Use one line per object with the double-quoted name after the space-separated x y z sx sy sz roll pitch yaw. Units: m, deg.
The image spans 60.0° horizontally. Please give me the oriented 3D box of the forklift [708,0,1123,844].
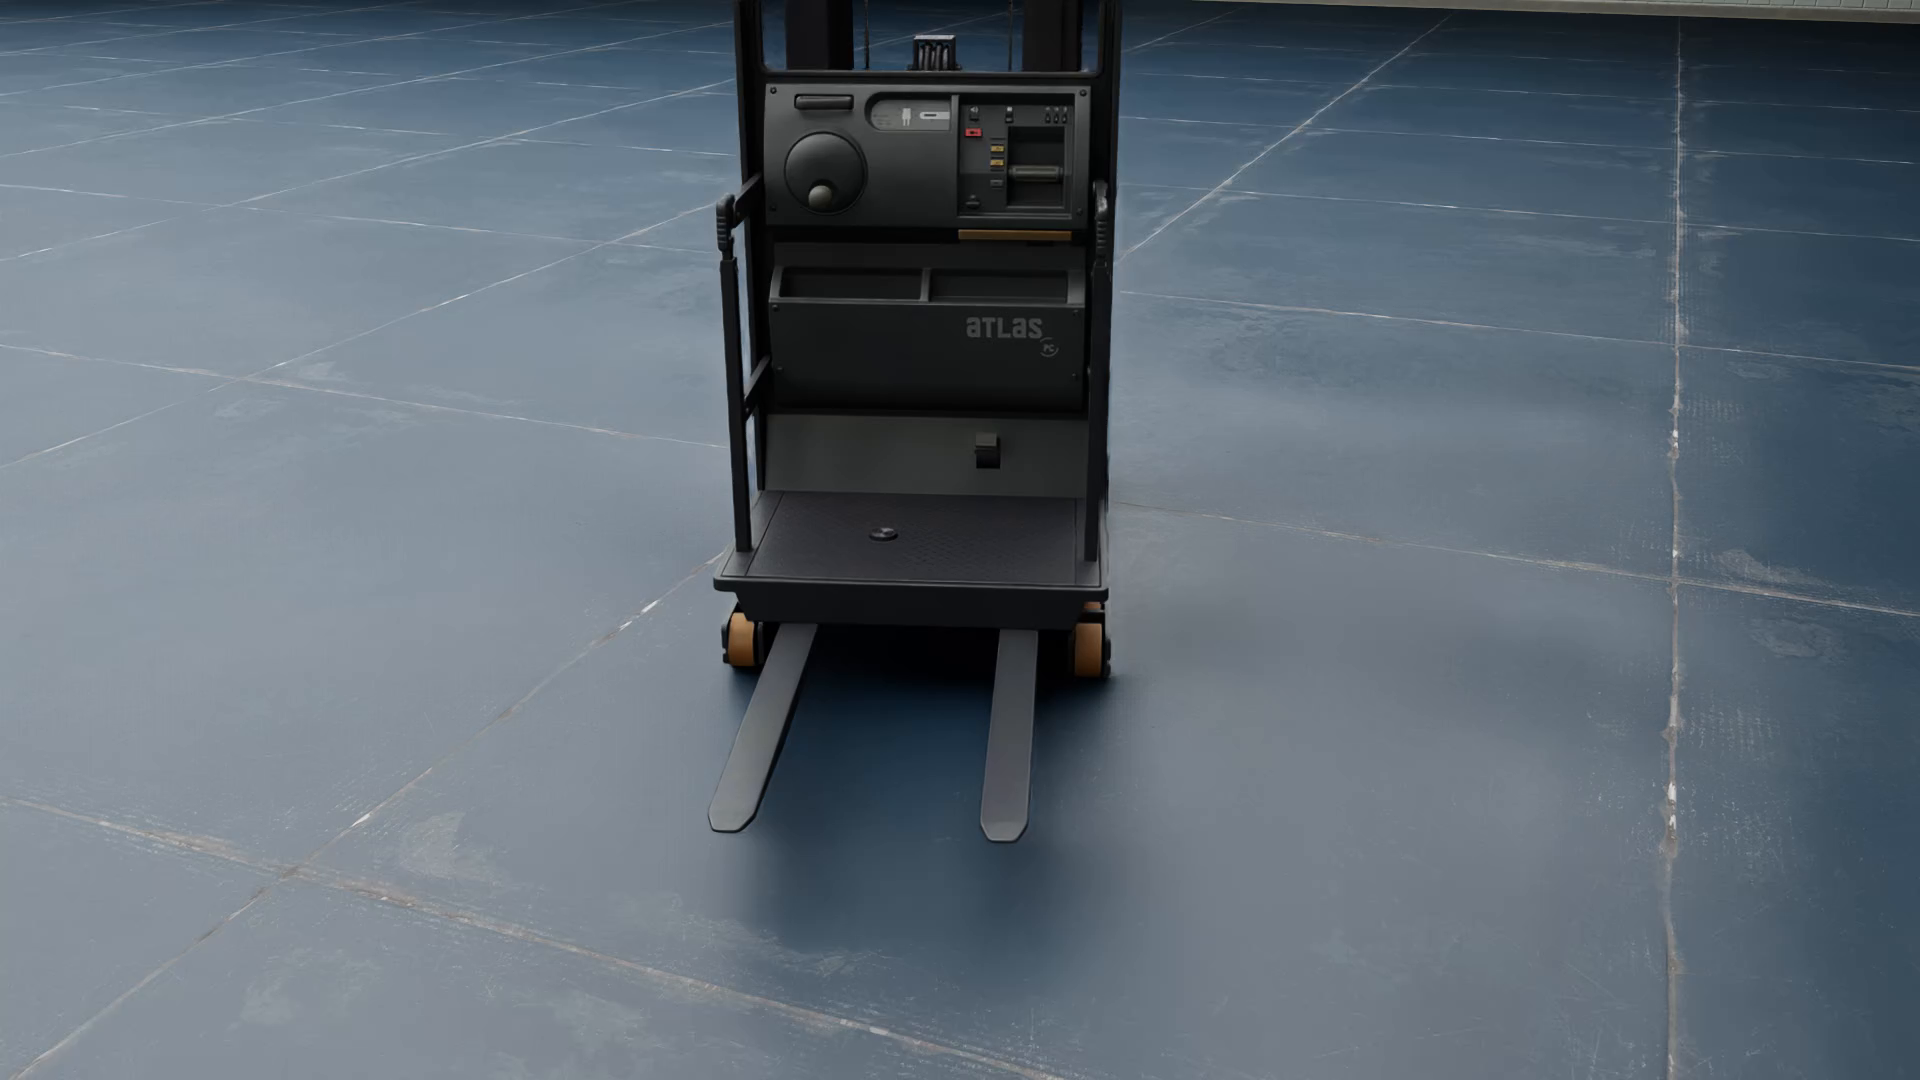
-0.107 -1.084 4.541 1.130 2.935 3.031 2 23 4 "forklift"
